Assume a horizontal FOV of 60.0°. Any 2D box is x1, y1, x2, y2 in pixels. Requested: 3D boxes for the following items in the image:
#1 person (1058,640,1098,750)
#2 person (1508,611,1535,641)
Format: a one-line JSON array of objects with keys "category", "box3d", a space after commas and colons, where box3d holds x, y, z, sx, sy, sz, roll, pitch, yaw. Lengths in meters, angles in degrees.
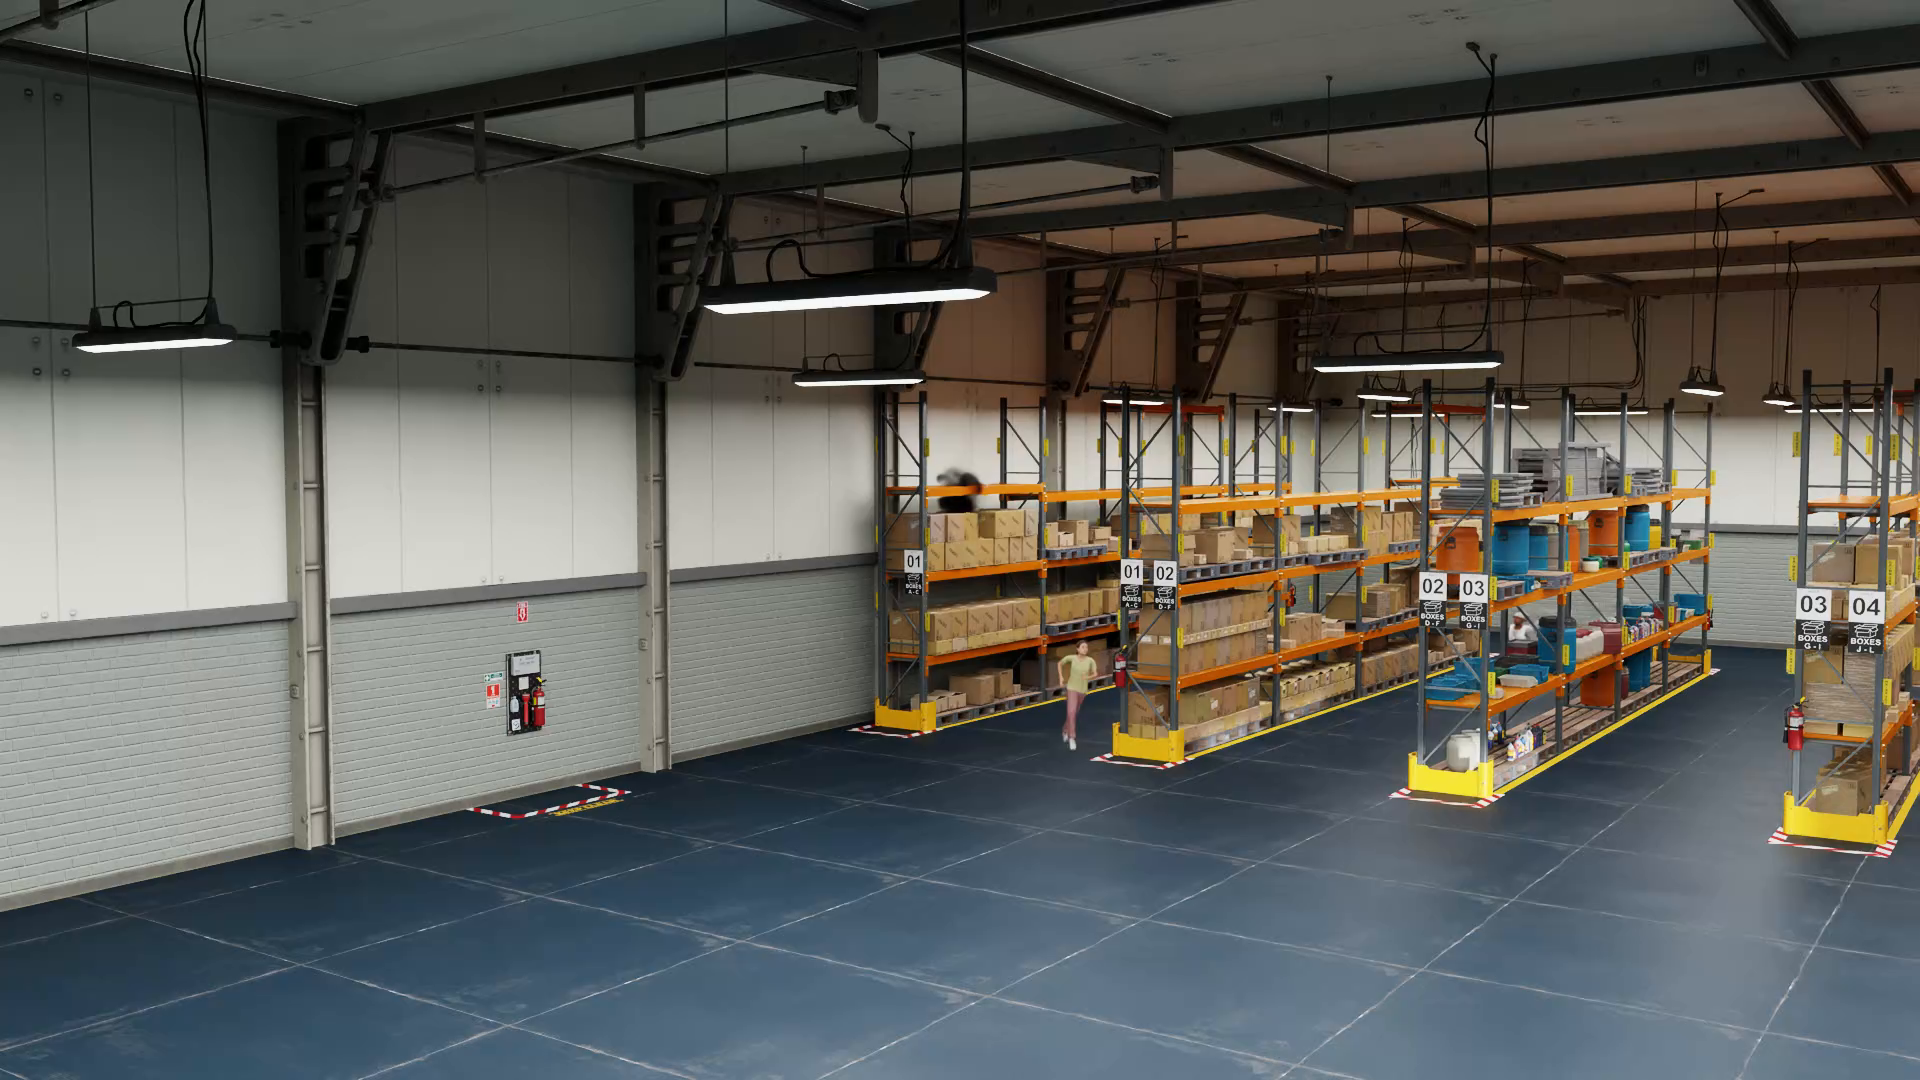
[{"category": "person", "box3d": [1.898, 2.426, 26.510, 0.606, 1.679, 0.904, -1, 3, -14]}, {"category": "person", "box3d": [11.024, 2.304, 32.829, 0.651, 1.789, 0.688, 3, 4, 43]}]
